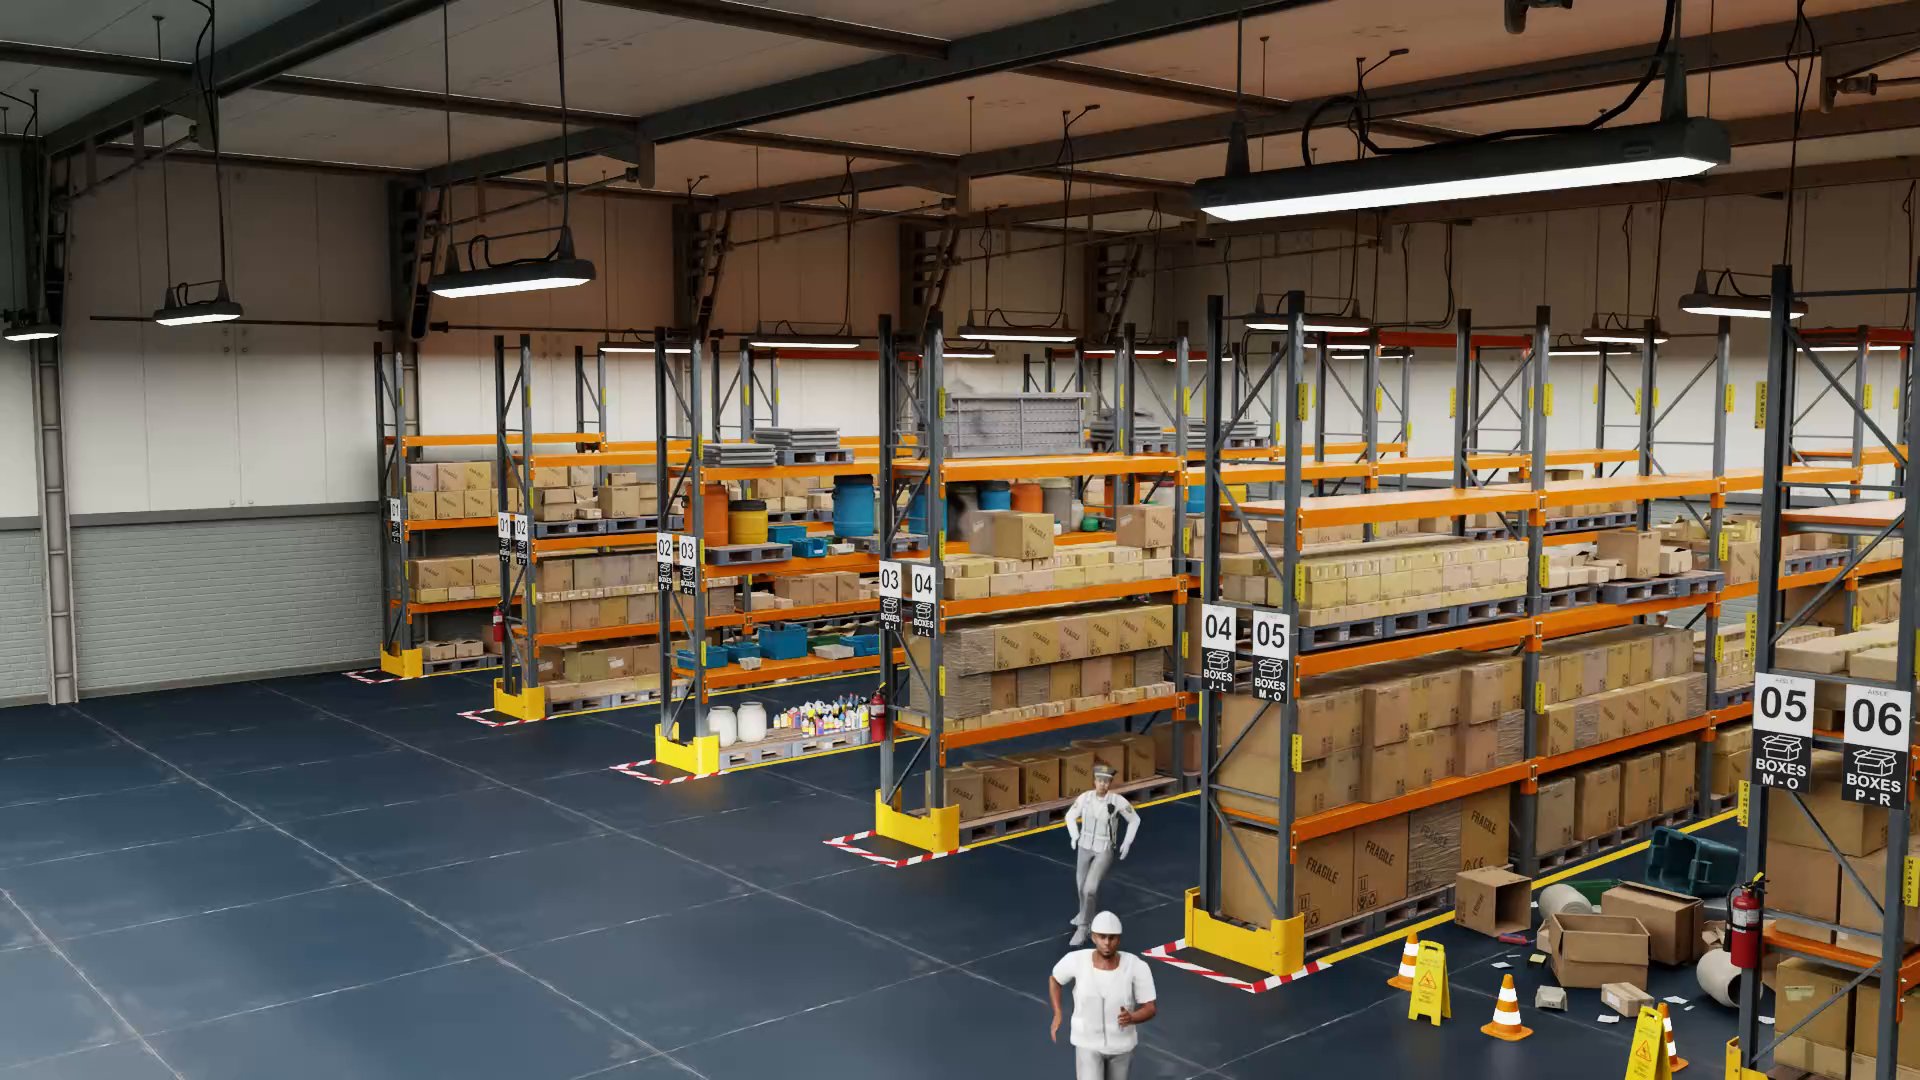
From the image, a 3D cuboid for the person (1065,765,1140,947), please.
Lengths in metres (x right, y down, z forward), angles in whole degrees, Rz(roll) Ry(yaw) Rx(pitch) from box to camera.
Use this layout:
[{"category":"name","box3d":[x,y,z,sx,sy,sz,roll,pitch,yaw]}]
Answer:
[{"category":"person","box3d":[1.305,2.929,15.589,0.678,1.703,0.670,3,6,27]}]

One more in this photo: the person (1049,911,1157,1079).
[{"category":"person","box3d":[0.931,3.311,10.784,0.669,1.824,0.756,0,5,-2]}]

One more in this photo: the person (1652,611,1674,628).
[{"category":"person","box3d":[11.241,1.941,26.684,0.660,1.640,0.574,4,6,35]}]
